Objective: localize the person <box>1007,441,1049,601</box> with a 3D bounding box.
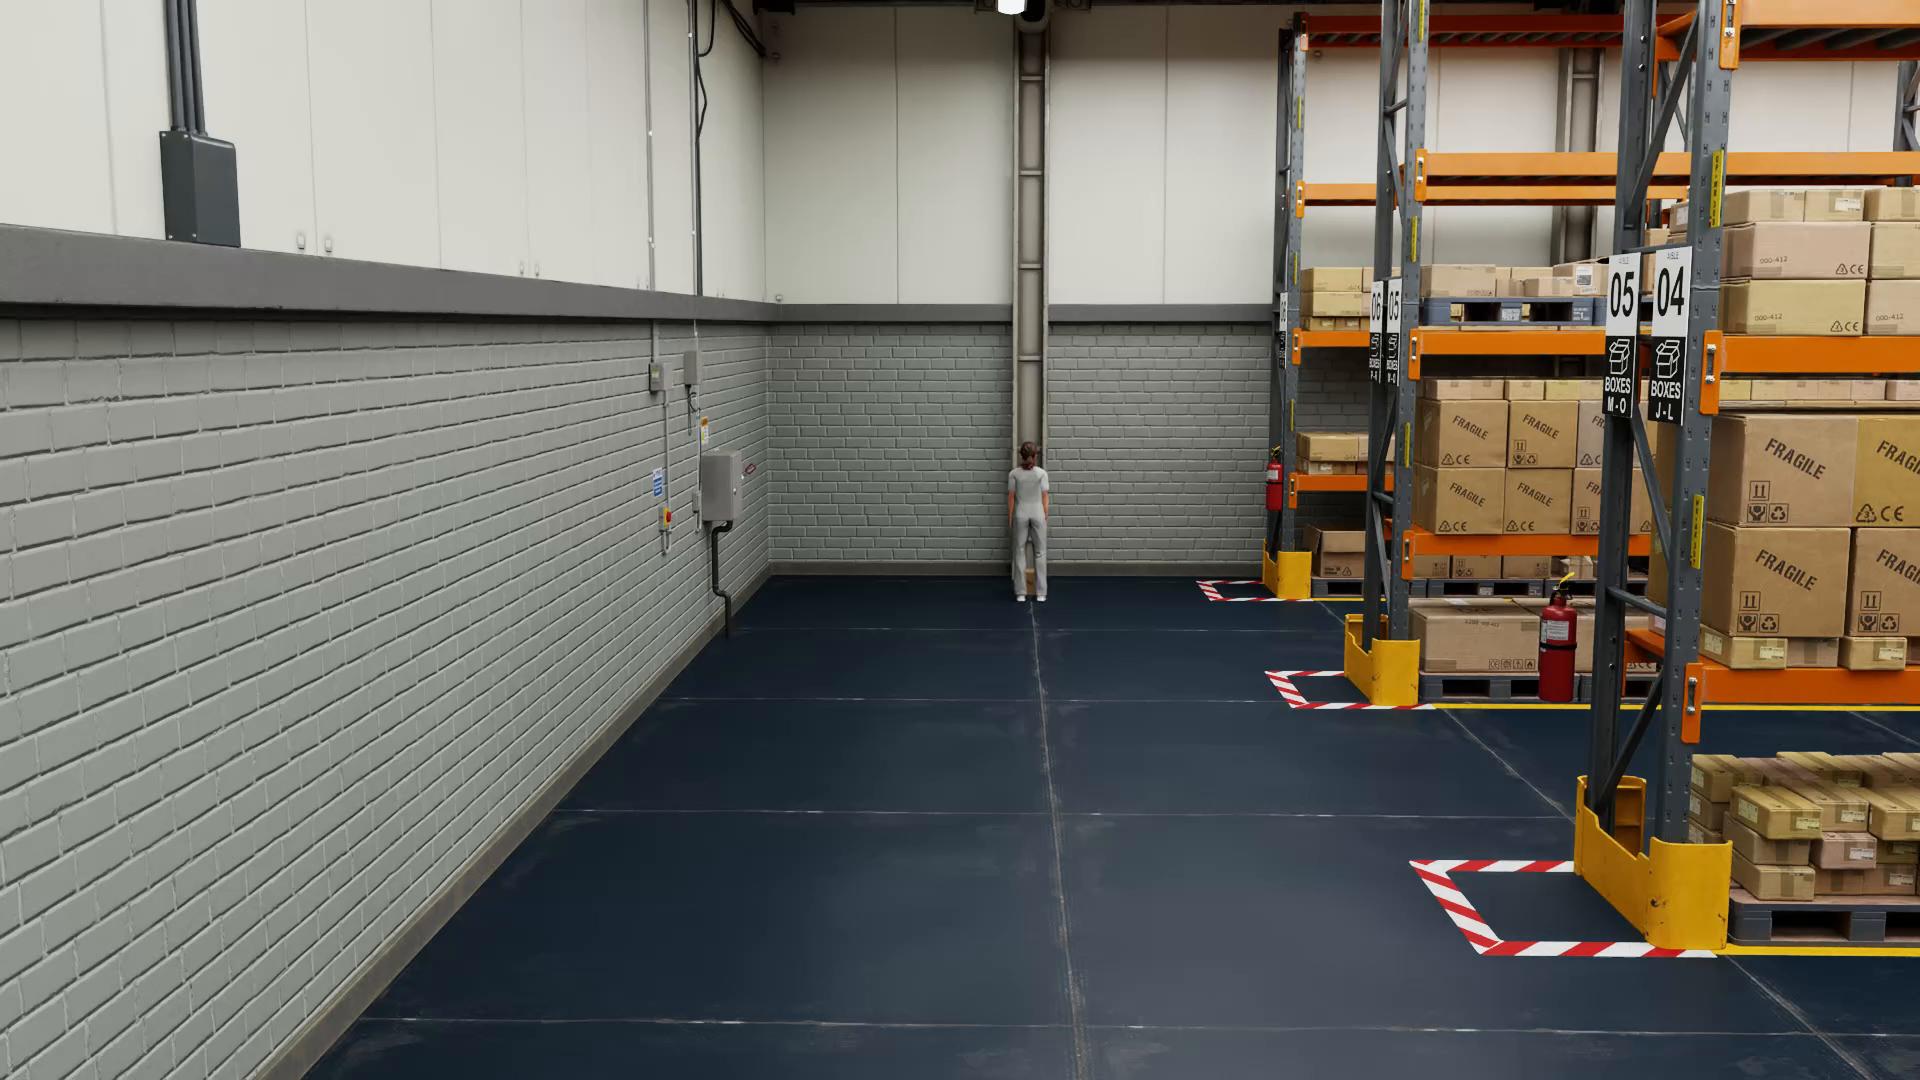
[{"bbox_3d":[0.709,-0.193,17.301,0.437,1.673,0.378,0,7,2],"label":"person"}]
